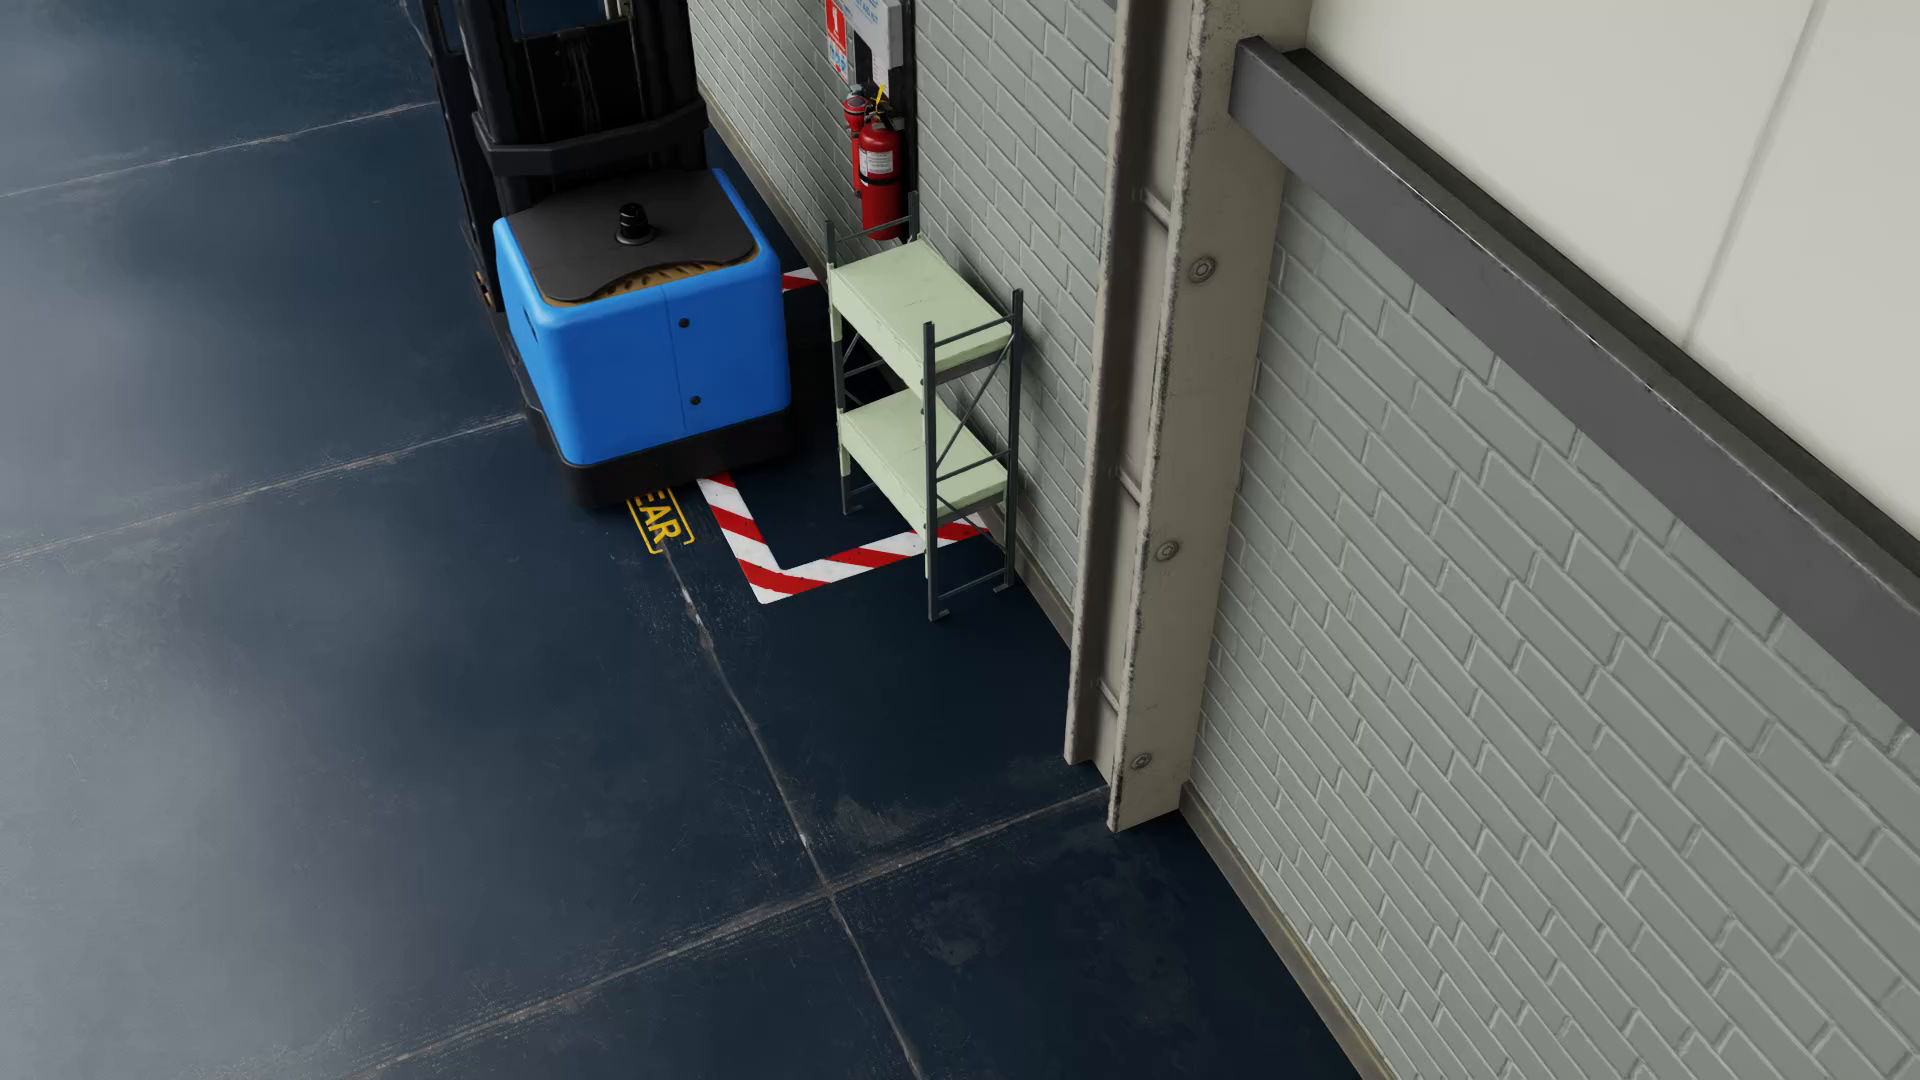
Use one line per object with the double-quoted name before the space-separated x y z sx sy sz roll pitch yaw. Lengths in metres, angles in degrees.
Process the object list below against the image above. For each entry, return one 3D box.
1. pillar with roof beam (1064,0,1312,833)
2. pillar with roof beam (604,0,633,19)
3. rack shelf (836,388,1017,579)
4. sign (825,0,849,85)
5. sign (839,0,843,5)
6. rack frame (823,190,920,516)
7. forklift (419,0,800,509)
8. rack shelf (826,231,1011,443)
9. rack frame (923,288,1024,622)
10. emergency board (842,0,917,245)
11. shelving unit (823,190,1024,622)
"pillar with roof beam" -3.293 -1.038 1.764 9.100 9.000 0.400 -18 47 -17
"pillar with roof beam" -5.816 -4.861 5.639 9.100 9.000 0.400 -18 47 -17
"rack shelf" -0.142 -0.267 6.786 0.431 0.370 0.720 -23 49 -22
"sign" -0.530 -2.155 7.142 0.001 0.329 0.234 -18 47 -17
"sign" -0.536 -2.338 6.950 0.001 0.109 0.331 -18 47 -17
"rack frame" -0.332 -0.719 6.779 0.400 1.500 0.023 -23 49 -22
"forklift" -1.788 -2.222 7.284 1.130 2.935 3.031 -18 47 -17
"rack shelf" -0.142 -0.777 6.283 0.431 0.370 0.720 -23 49 -22
"rack frame" 0.049 -0.280 6.334 0.400 1.500 0.023 -23 49 -22
"emergency board" -0.391 -1.760 6.767 0.194 1.169 0.643 -18 47 -17
"shelving unit" -0.142 -0.499 6.557 0.431 1.500 0.755 -23 49 -22
